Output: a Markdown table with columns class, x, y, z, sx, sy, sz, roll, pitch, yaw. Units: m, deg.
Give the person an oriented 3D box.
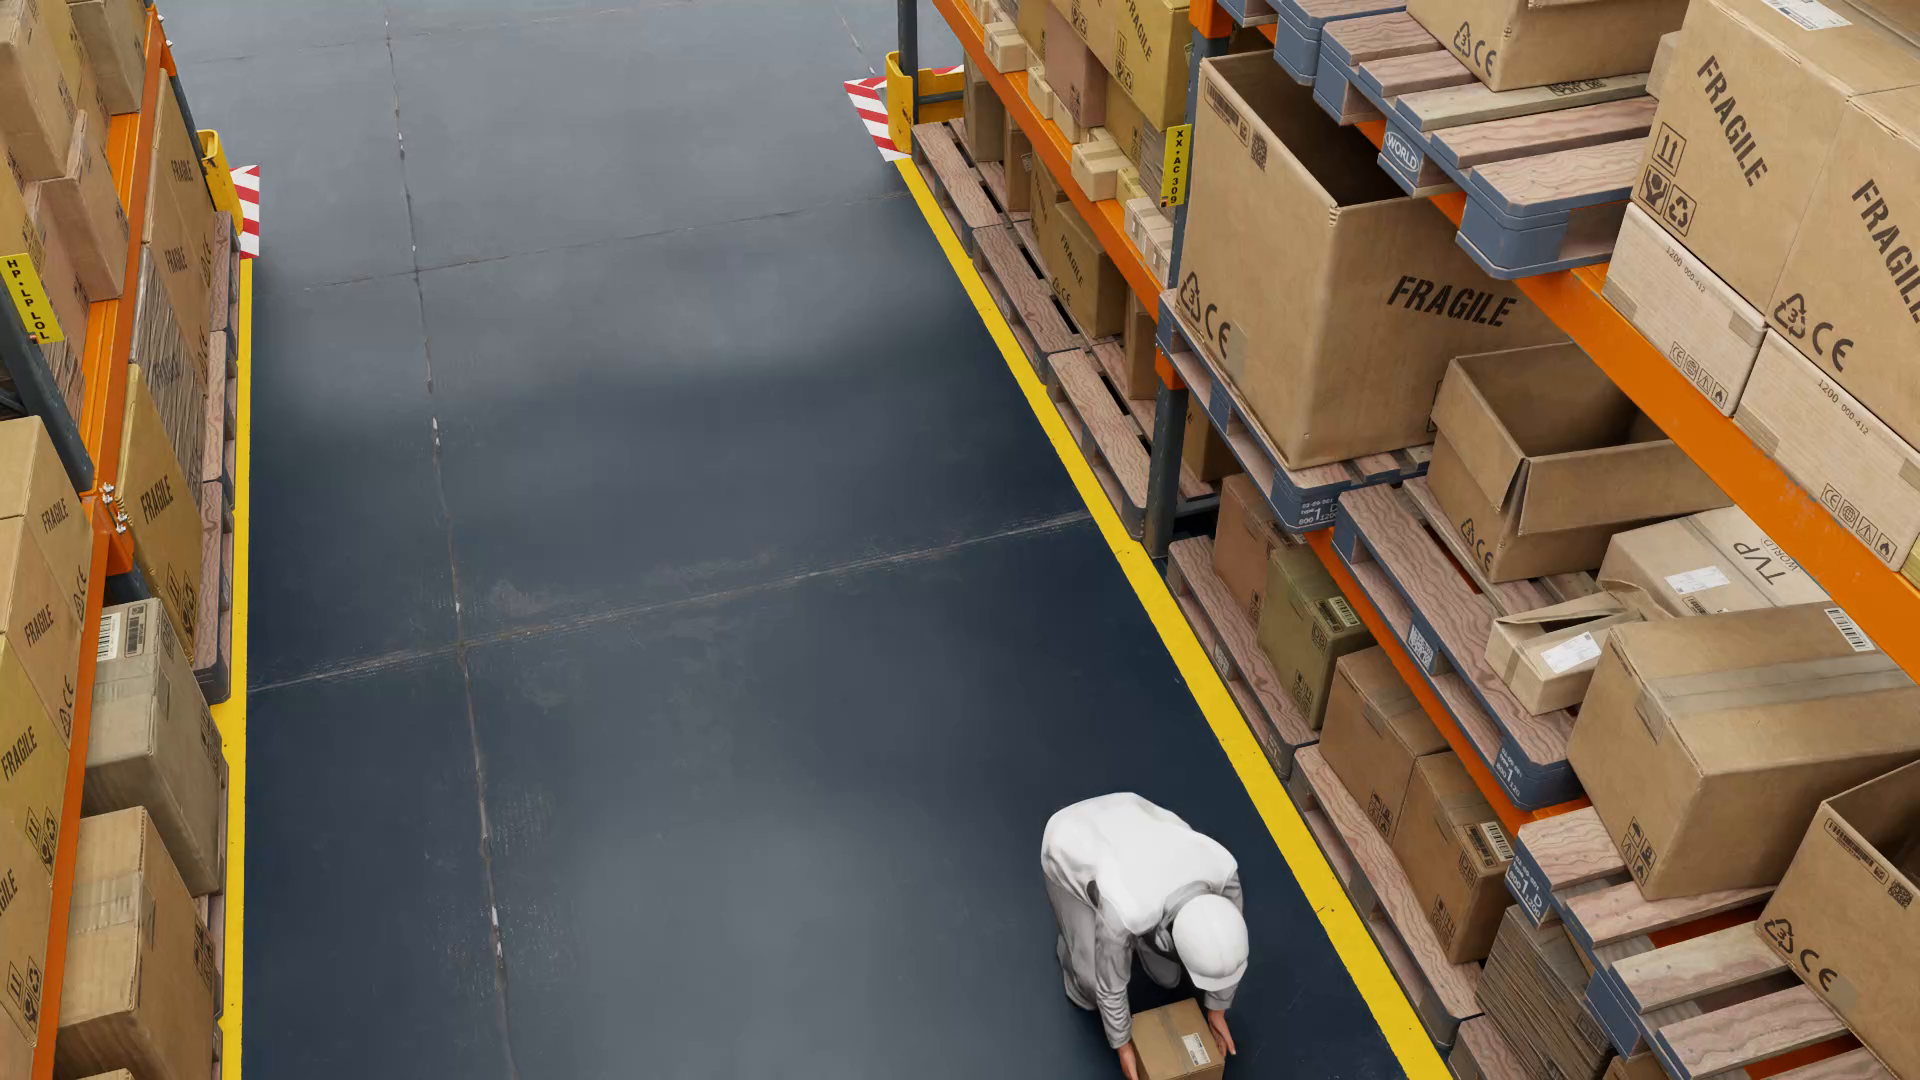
| class | x | y | z | sx | sy | sz | roll | pitch | yaw |
| --- | --- | --- | --- | --- | --- | --- | --- | --- | --- |
| person | 0.605 | 1.233 | 5.403 | 0.537 | 0.930 | 0.911 | -12 | 43 | -13 |
